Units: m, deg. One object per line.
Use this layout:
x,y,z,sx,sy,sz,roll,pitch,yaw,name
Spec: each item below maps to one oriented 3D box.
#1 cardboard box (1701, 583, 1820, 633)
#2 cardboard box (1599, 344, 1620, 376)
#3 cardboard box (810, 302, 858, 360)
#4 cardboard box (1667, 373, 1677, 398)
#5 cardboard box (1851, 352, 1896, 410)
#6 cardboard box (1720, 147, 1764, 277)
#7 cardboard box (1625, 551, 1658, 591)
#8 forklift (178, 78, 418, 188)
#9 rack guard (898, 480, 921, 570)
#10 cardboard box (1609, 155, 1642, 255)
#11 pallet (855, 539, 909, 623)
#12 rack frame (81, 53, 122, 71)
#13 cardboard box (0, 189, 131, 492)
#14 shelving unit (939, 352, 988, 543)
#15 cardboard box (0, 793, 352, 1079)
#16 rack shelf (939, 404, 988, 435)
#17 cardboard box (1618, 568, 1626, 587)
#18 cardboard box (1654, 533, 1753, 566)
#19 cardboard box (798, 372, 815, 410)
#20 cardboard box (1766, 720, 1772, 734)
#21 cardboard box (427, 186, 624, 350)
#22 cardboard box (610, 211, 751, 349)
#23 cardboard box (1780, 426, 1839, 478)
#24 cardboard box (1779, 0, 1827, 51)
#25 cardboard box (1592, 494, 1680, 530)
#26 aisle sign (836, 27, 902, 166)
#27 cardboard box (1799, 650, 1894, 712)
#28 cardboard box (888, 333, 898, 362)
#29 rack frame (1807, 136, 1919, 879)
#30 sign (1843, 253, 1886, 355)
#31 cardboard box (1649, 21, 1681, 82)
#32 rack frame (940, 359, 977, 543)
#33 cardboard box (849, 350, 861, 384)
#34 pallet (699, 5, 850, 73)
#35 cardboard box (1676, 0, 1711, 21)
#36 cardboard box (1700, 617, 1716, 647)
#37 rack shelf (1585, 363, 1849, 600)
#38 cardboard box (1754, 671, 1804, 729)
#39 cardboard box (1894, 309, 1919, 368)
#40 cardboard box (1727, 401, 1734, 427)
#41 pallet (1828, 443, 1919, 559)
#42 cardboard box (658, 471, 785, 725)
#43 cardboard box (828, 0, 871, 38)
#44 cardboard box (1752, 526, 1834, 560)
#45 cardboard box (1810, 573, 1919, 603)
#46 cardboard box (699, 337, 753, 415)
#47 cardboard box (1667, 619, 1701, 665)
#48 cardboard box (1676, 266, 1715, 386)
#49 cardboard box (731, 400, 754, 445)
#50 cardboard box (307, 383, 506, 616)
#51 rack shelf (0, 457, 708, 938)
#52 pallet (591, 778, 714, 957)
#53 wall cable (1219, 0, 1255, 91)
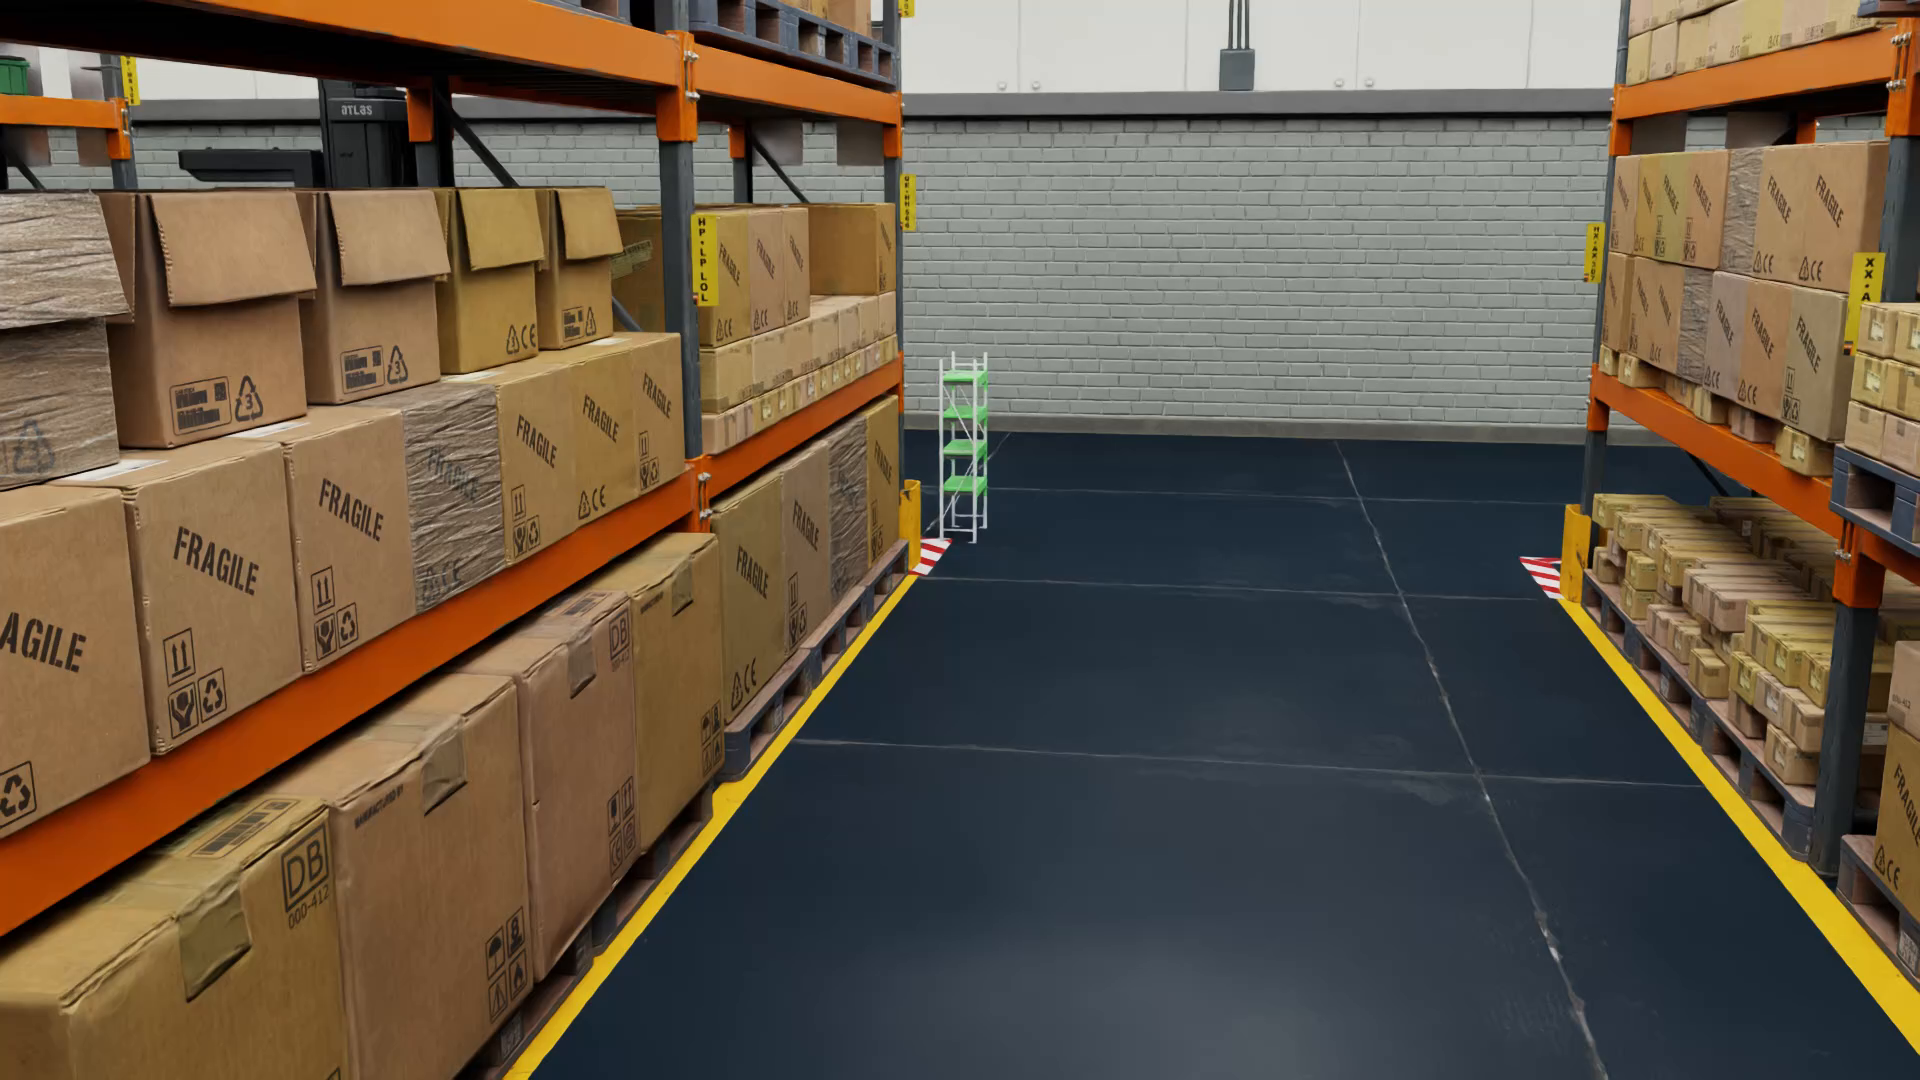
3.322,0.285,6.909,0.380,0.149,0.250,1,12,6,cardboard box
3.668,-0.966,8.951,0.380,0.149,0.250,2,12,8,cardboard box
-0.813,-1.078,8.526,0.500,0.250,0.500,1,12,7,cardboard box
3.605,-0.743,7.918,0.380,0.149,0.250,2,12,8,cardboard box
2.911,-0.473,4.964,0.380,0.149,0.250,2,12,10,cardboard box
3.398,-1.316,6.664,0.500,0.500,0.500,2,12,10,cardboard box
3.512,0.157,8.208,0.380,0.149,0.250,2,12,10,cardboard box
-4.135,-1.379,10.435,3.031,2.935,1.130,-1,12,-3,forklift
-0.840,-0.110,10.318,1.175,0.500,0.348,2,12,9,rack guard
3.710,-1.744,8.647,0.500,0.500,0.500,2,12,8,cardboard box
-0.890,0.205,9.541,1.003,0.211,1.213,2,12,9,pallet
-5.738,-4.420,10.144,1.000,3.000,0.127,2,12,9,rack frame
-1.946,-0.353,2.892,0.797,0.503,0.637,2,12,11,cardboard box
0.026,-0.621,11.027,0.258,1.200,0.503,2,12,9,shelving unit
-1.948,1.029,3.147,1.225,0.875,0.875,1,12,6,cardboard box
0.026,-0.793,10.990,0.258,0.148,0.480,2,12,9,rack shelf
3.685,0.199,8.721,0.380,0.149,0.250,2,12,8,cardboard box
3.528,0.072,7.900,0.380,0.149,0.250,2,12,11,cardboard box
-0.886,-0.692,7.682,0.380,0.149,0.250,2,12,9,cardboard box
3.272,0.732,6.249,0.380,0.149,0.250,2,12,10,cardboard box
-1.549,-0.900,5.433,0.797,0.503,0.637,2,12,7,cardboard box
-1.133,-1.025,6.497,0.500,0.500,0.500,2,12,9,cardboard box
3.171,-0.314,5.927,0.380,0.149,0.250,2,12,7,cardboard box
3.323,-1.920,6.019,0.500,0.250,0.500,2,12,8,cardboard box
3.625,-0.150,8.926,0.380,0.149,0.250,1,12,6,cardboard box
-0.537,-2.603,9.782,0.394,0.787,0.004,2,12,9,aisle sign
3.224,0.502,5.901,0.380,0.149,0.250,2,12,10,cardboard box
-0.574,-1.120,9.664,0.380,0.149,0.250,2,12,10,cardboard box
3.426,-0.313,5.324,1.000,3.000,0.127,2,12,9,rack frame
2.889,-0.752,5.307,0.100,0.325,0.005,2,12,9,sign
3.634,-2.344,7.985,0.500,0.250,0.500,2,12,10,cardboard box
-0.012,-0.570,10.791,0.240,1.200,0.015,2,12,9,rack frame
-0.729,-0.907,8.678,0.380,0.149,0.250,2,12,7,cardboard box
-1.133,-2.341,7.825,1.003,0.211,1.213,2,12,9,pallet
3.548,-2.486,7.460,0.500,0.250,0.500,2,12,9,cardboard box
3.430,0.383,7.158,0.380,0.149,0.250,1,12,6,cardboard box
3.734,-0.377,7.332,1.077,0.370,4.000,2,12,9,rack shelf
3.190,0.598,6.164,0.380,0.149,0.250,1,12,6,cardboard box
2.874,-0.561,4.662,0.380,0.149,0.250,2,12,10,cardboard box
3.439,-0.529,6.926,0.380,0.149,0.250,2,12,8,cardboard box
3.165,-0.065,4.628,1.003,0.211,1.213,2,12,9,pallet
-1.279,0.204,6.973,0.875,0.875,0.875,2,12,9,cardboard box
-0.871,-2.987,9.140,0.700,0.500,0.500,1,12,5,cardboard box
4.098,0.031,8.088,0.380,0.149,0.250,1,12,6,cardboard box
3.873,0.245,7.093,0.380,0.149,0.250,1,12,6,cardboard box
-1.128,-0.656,6.567,0.500,0.250,0.500,2,12,8,cardboard box
3.420,0.464,7.490,0.380,0.149,0.250,2,12,9,cardboard box
3.482,-0.935,7.269,0.500,0.500,0.500,2,12,7,cardboard box
-1.045,-0.477,6.684,0.380,0.149,0.250,1,12,7,cardboard box
-1.500,-0.121,4.198,0.500,0.500,0.500,2,12,9,cardboard box
-1.767,0.274,4.312,1.077,0.370,4.000,2,12,9,rack shelf
-1.504,1.032,5.705,1.003,0.211,1.213,2,12,9,pallet
3.431,-6.898,14.004,2.277,5.999,0.120,2,12,9,wall cable
